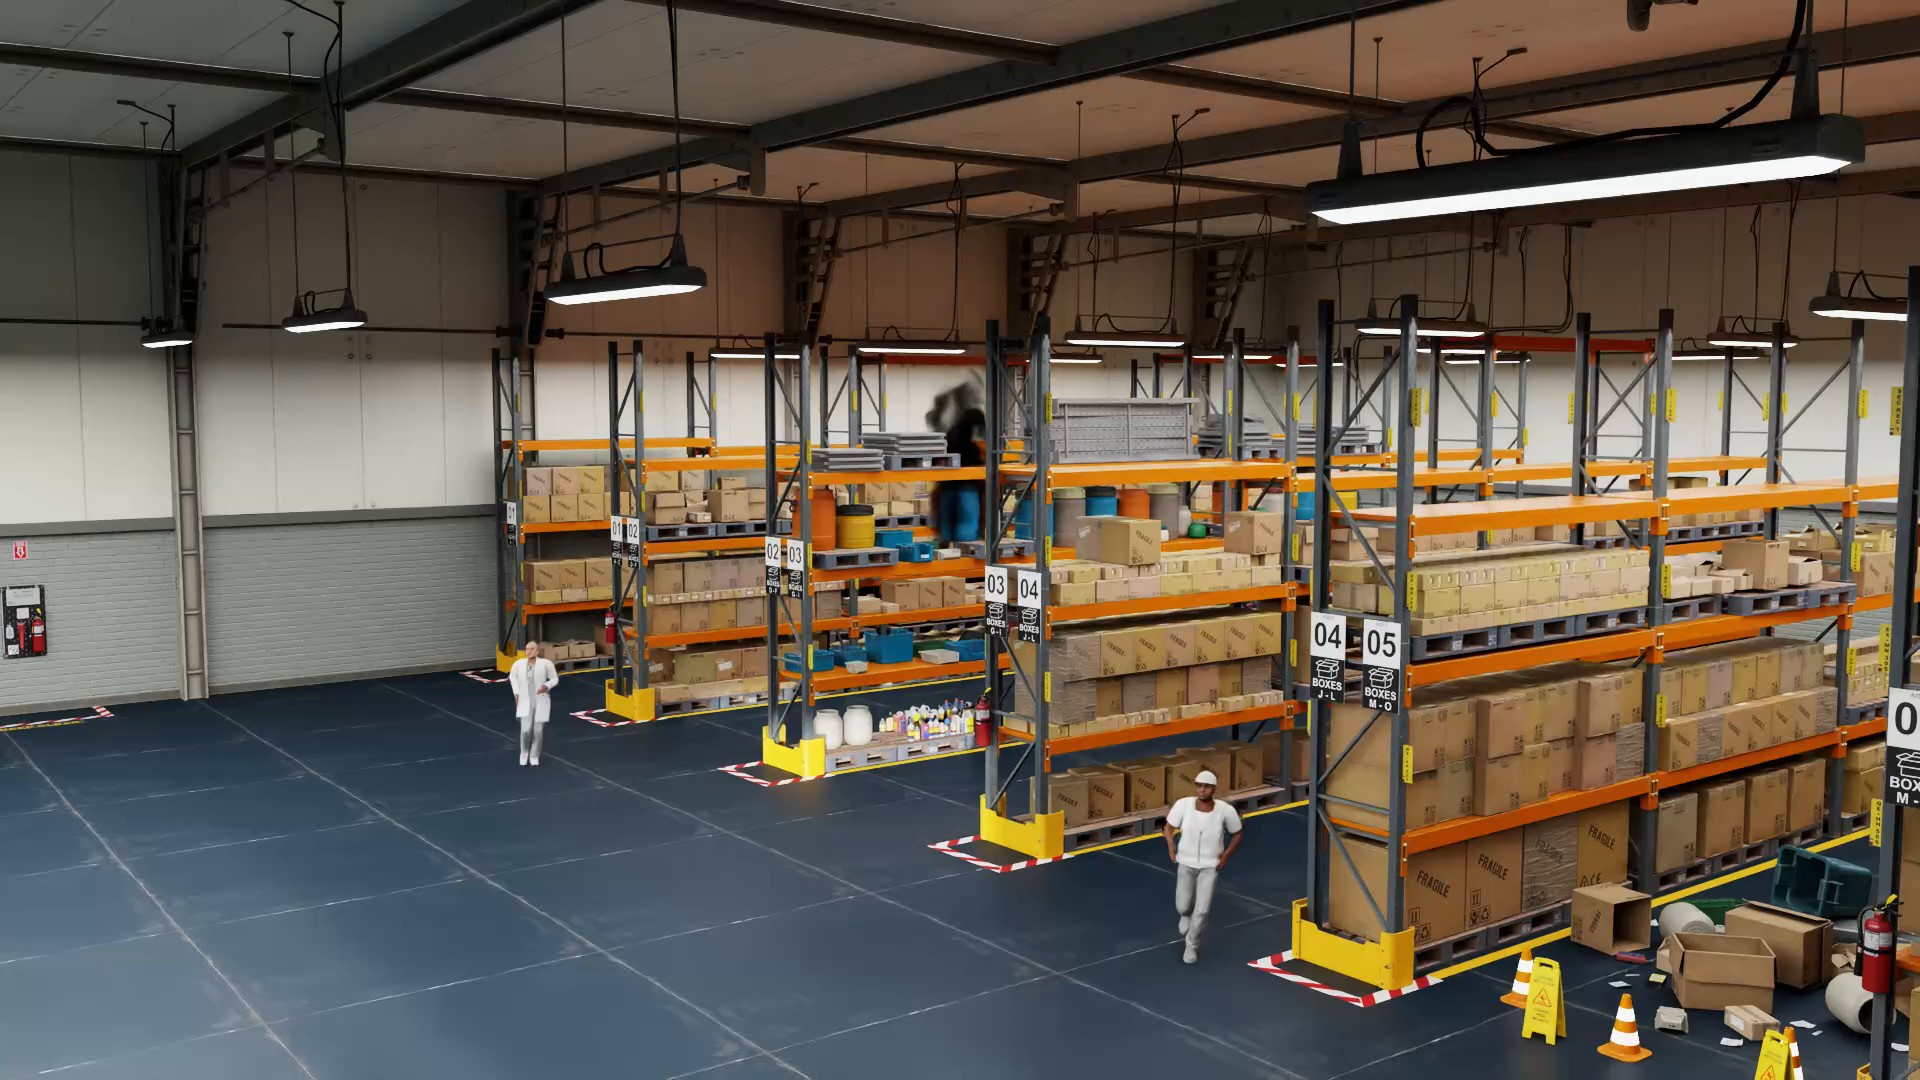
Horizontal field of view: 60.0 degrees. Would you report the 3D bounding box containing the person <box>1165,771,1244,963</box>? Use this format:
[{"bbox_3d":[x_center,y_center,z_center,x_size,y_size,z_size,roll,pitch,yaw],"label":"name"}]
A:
[{"bbox_3d":[2.239,2.969,15.333,0.722,1.732,0.639,1,5,15],"label":"person"}]

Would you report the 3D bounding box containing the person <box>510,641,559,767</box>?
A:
[{"bbox_3d":[-5.882,2.274,22.934,0.683,1.753,0.689,-1,5,-8],"label":"person"}]
